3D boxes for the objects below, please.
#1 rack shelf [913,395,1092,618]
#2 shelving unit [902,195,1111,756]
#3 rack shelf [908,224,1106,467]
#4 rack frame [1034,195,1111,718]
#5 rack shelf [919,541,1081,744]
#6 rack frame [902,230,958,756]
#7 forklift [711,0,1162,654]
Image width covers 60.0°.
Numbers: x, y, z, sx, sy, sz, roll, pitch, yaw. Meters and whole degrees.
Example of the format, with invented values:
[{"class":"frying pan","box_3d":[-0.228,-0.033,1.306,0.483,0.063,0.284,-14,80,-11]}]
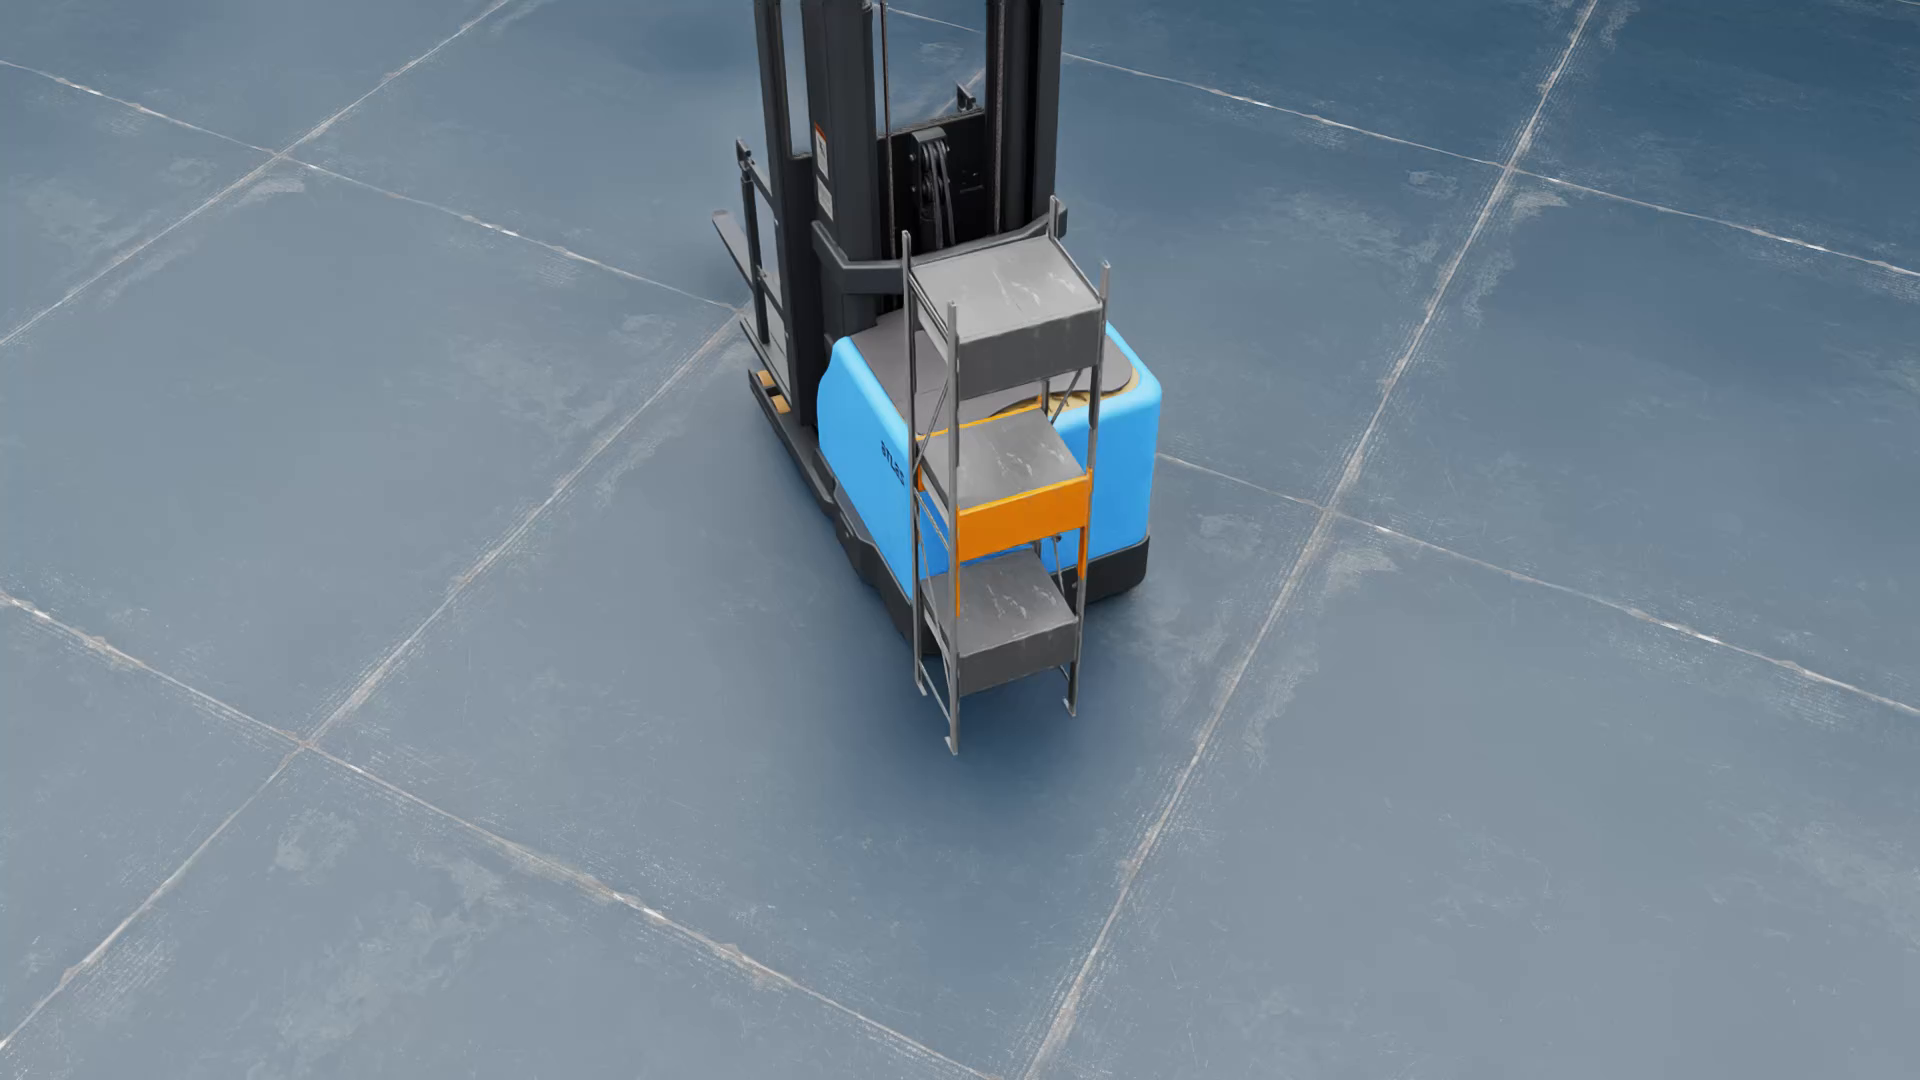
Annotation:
[{"class":"rack shelf","box_3d":[0.134,-0.116,5.688,0.480,0.518,0.431,-16,48,-15]},{"class":"shelving unit","box_3d":[0.134,-0.126,5.678,0.503,2.100,0.431,-16,48,-15]},{"class":"rack shelf","box_3d":[0.134,-0.608,5.190,0.480,0.518,0.431,-16,48,-15]},{"class":"rack frame","box_3d":[0.360,-0.192,5.743,0.015,2.100,0.400,-16,48,-15]},{"class":"rack shelf","box_3d":[0.134,0.376,6.186,0.480,0.518,0.431,-16,48,-15]},{"class":"rack frame","box_3d":[-0.092,-0.060,5.613,0.015,2.100,0.400,-16,48,-15]},{"class":"forklift","box_3d":[-0.312,-1.643,6.593,1.130,2.935,3.031,-18,48,-17]}]
